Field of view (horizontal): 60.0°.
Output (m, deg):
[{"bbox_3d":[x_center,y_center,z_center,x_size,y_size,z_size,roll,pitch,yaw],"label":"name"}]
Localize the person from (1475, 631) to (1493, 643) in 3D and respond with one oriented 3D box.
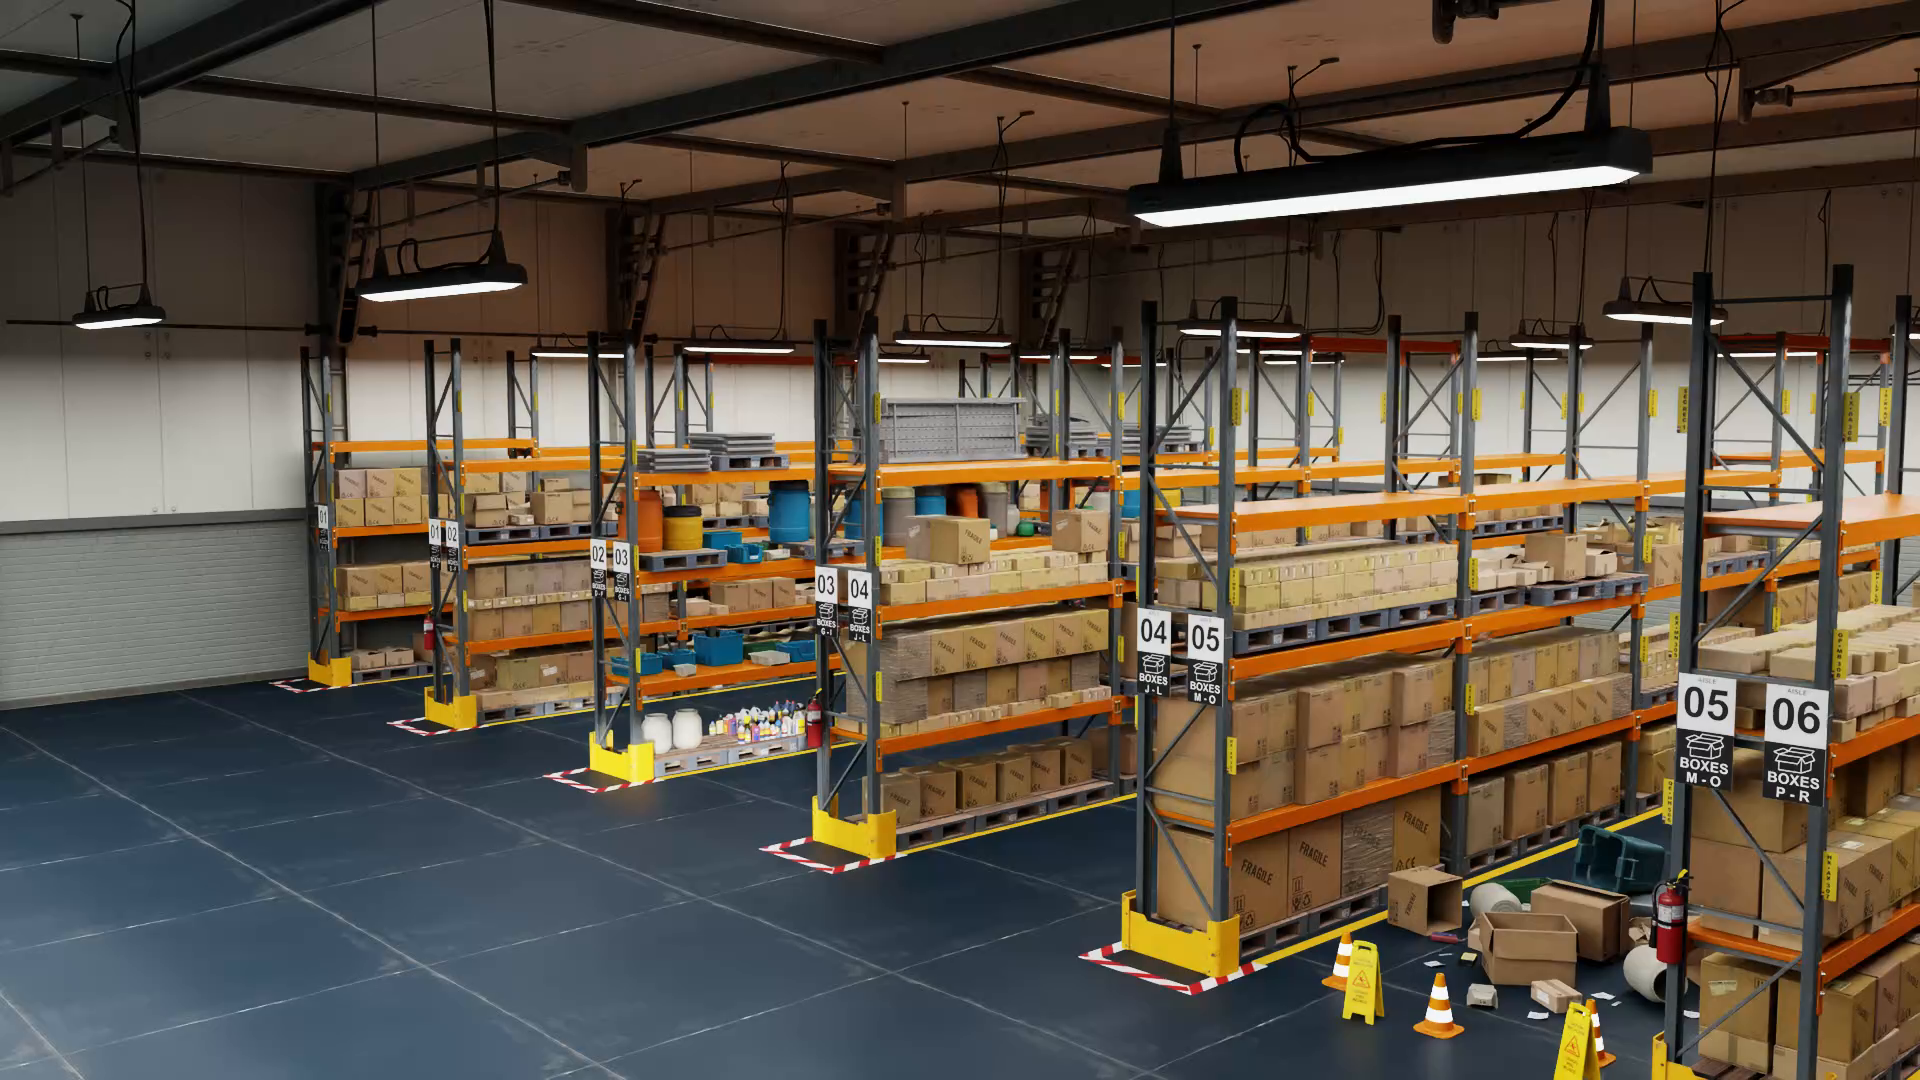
[{"bbox_3d":[7.888,2.126,24.987,0.986,1.757,0.517,-5,7,-42],"label":"person"}]
